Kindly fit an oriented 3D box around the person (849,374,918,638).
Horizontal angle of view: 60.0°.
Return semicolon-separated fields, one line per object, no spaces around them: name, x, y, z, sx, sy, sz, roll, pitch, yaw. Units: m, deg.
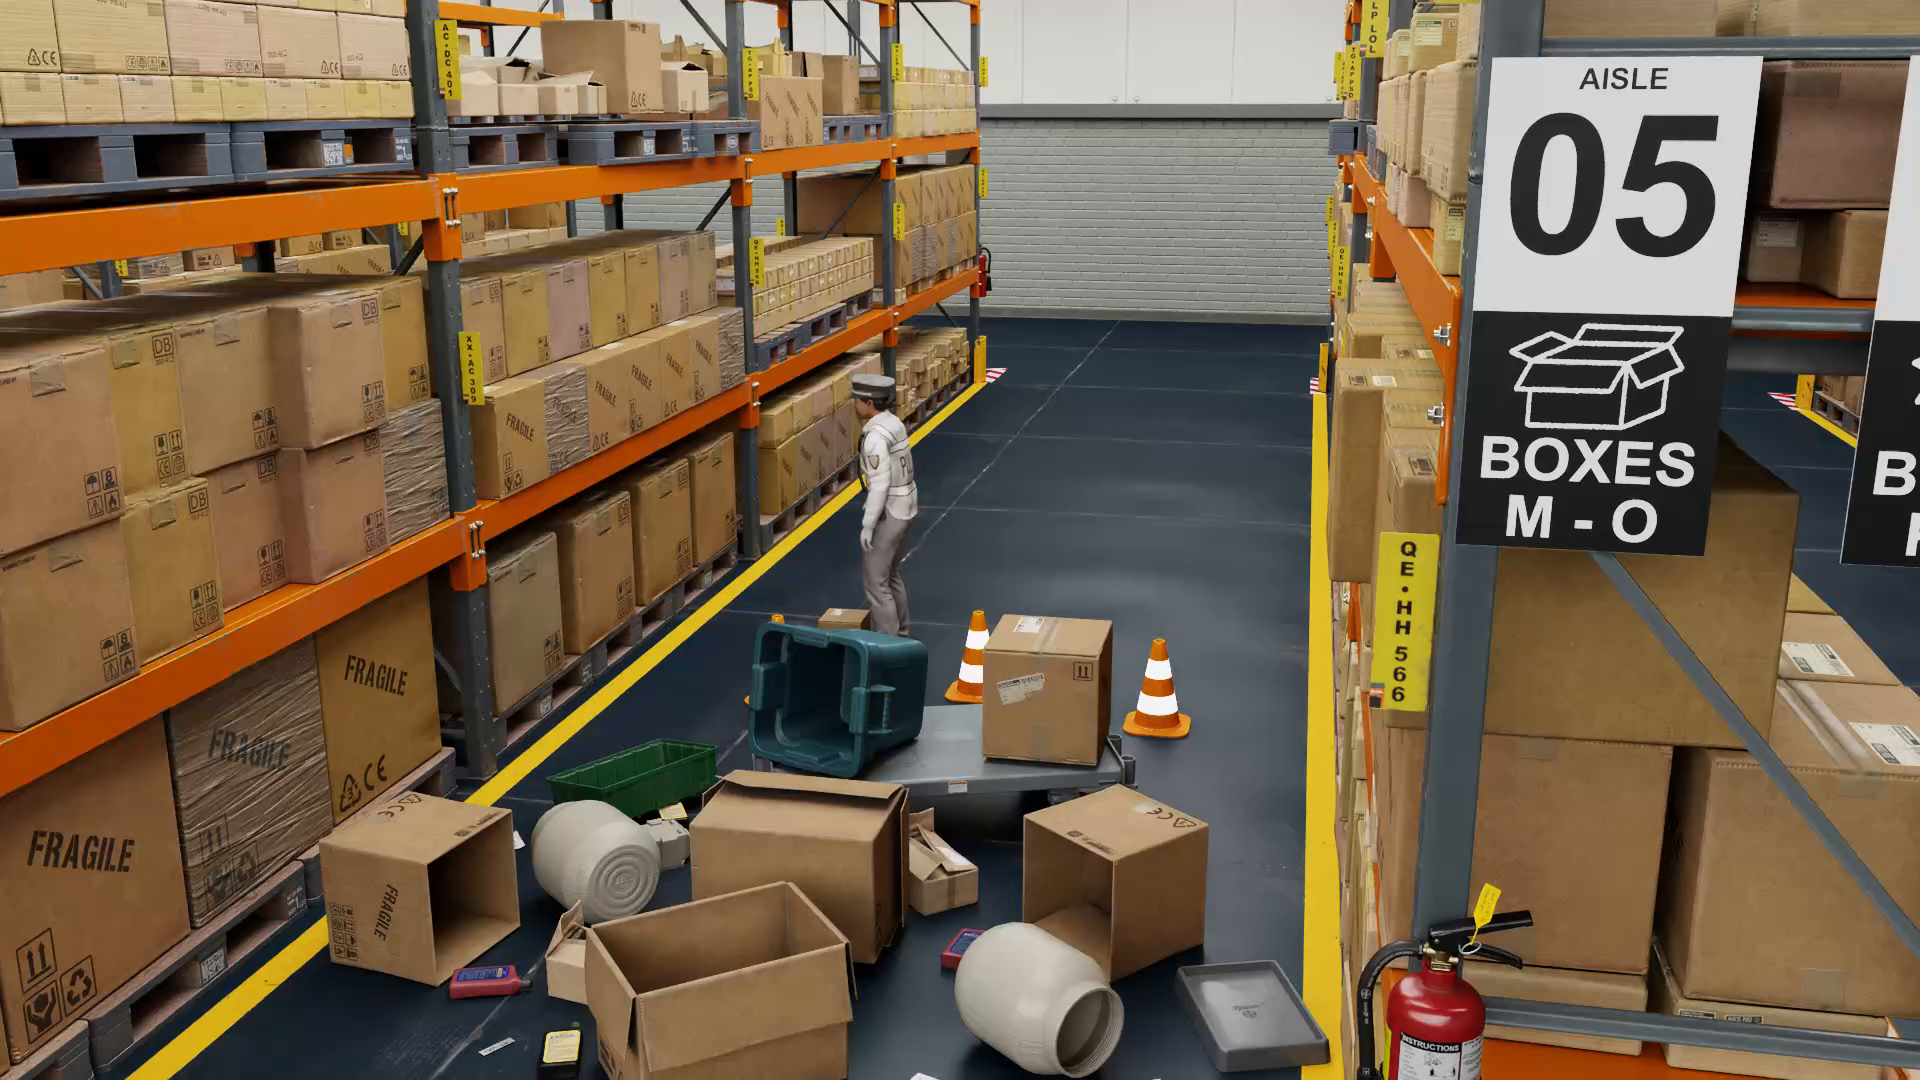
person;-0.435;-0.117;9.447;0.372;1.664;0.528;3;15;11
